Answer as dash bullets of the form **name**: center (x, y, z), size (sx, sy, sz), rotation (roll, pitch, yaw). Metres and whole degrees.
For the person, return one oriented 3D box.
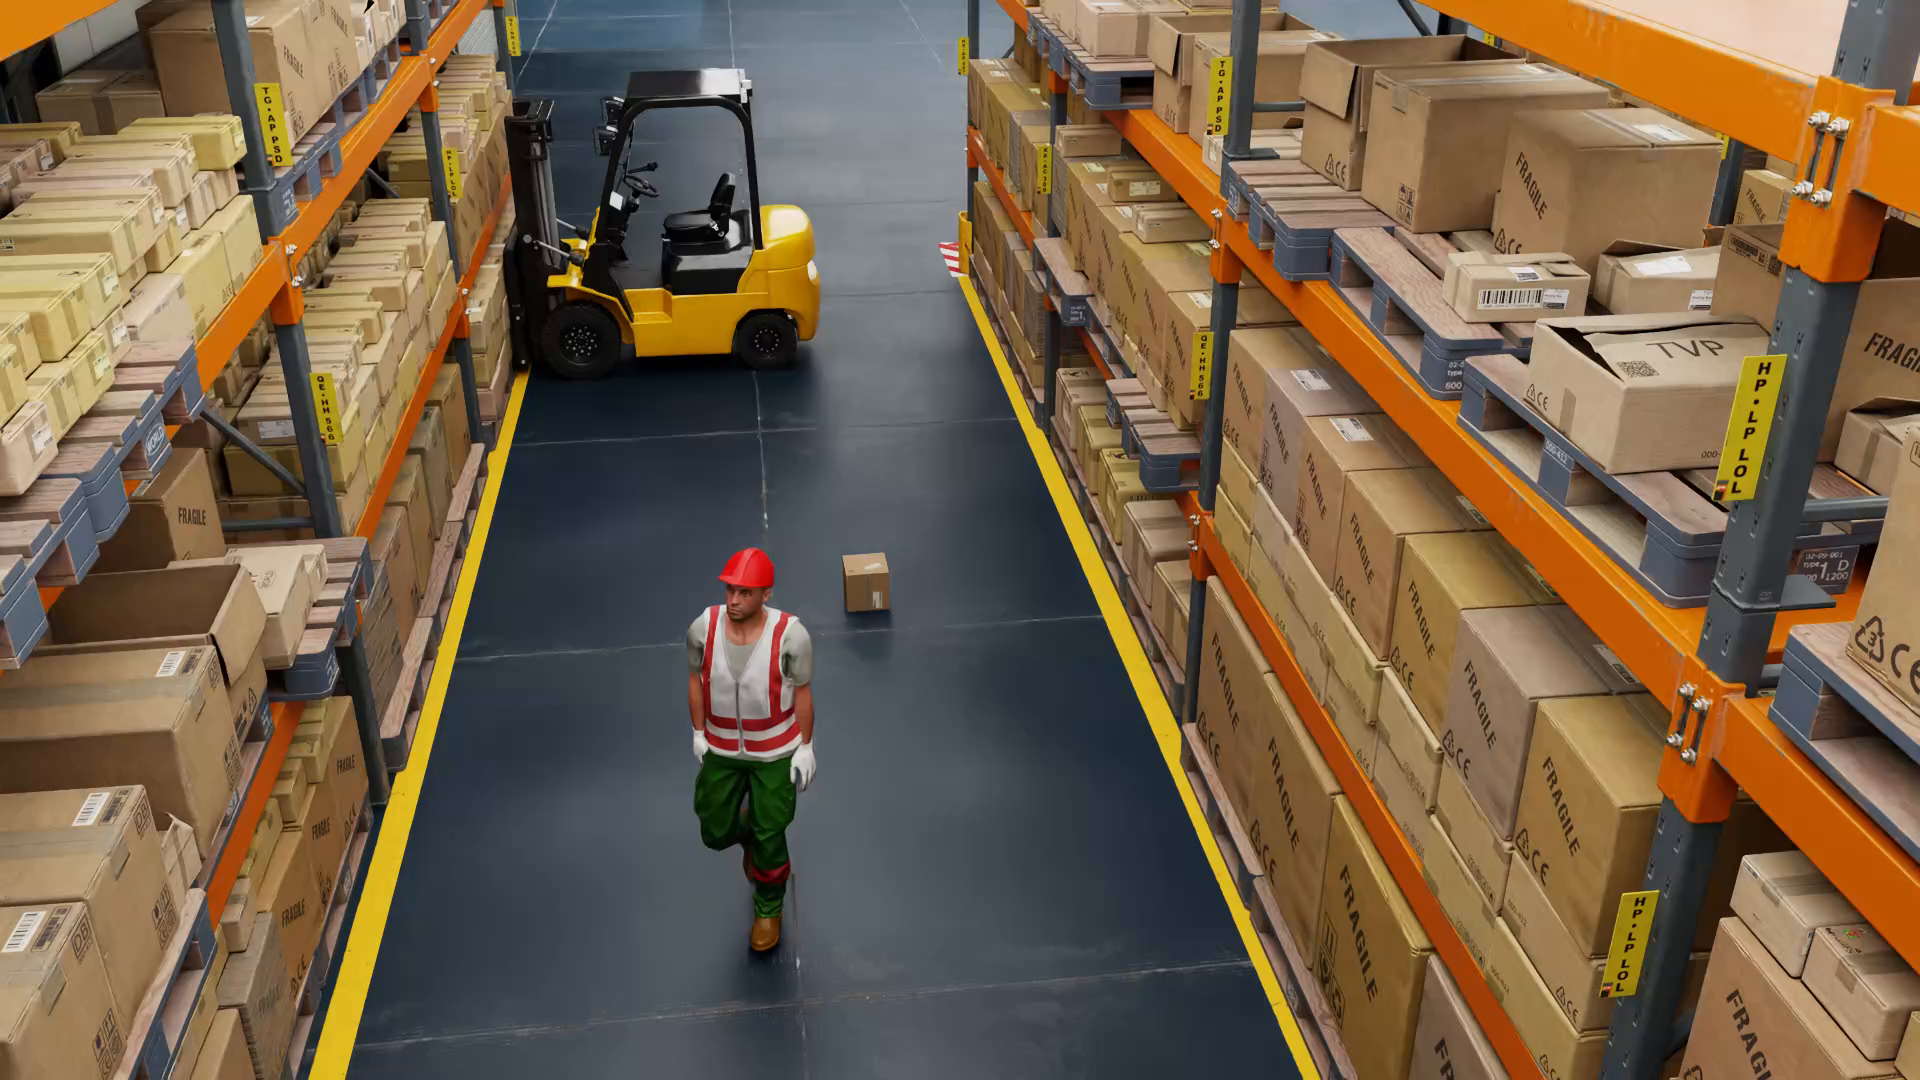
- **person**: center (-0.855, 0.832, 6.902), size (0.545, 1.780, 0.609), rotation (4, 27, 8)
